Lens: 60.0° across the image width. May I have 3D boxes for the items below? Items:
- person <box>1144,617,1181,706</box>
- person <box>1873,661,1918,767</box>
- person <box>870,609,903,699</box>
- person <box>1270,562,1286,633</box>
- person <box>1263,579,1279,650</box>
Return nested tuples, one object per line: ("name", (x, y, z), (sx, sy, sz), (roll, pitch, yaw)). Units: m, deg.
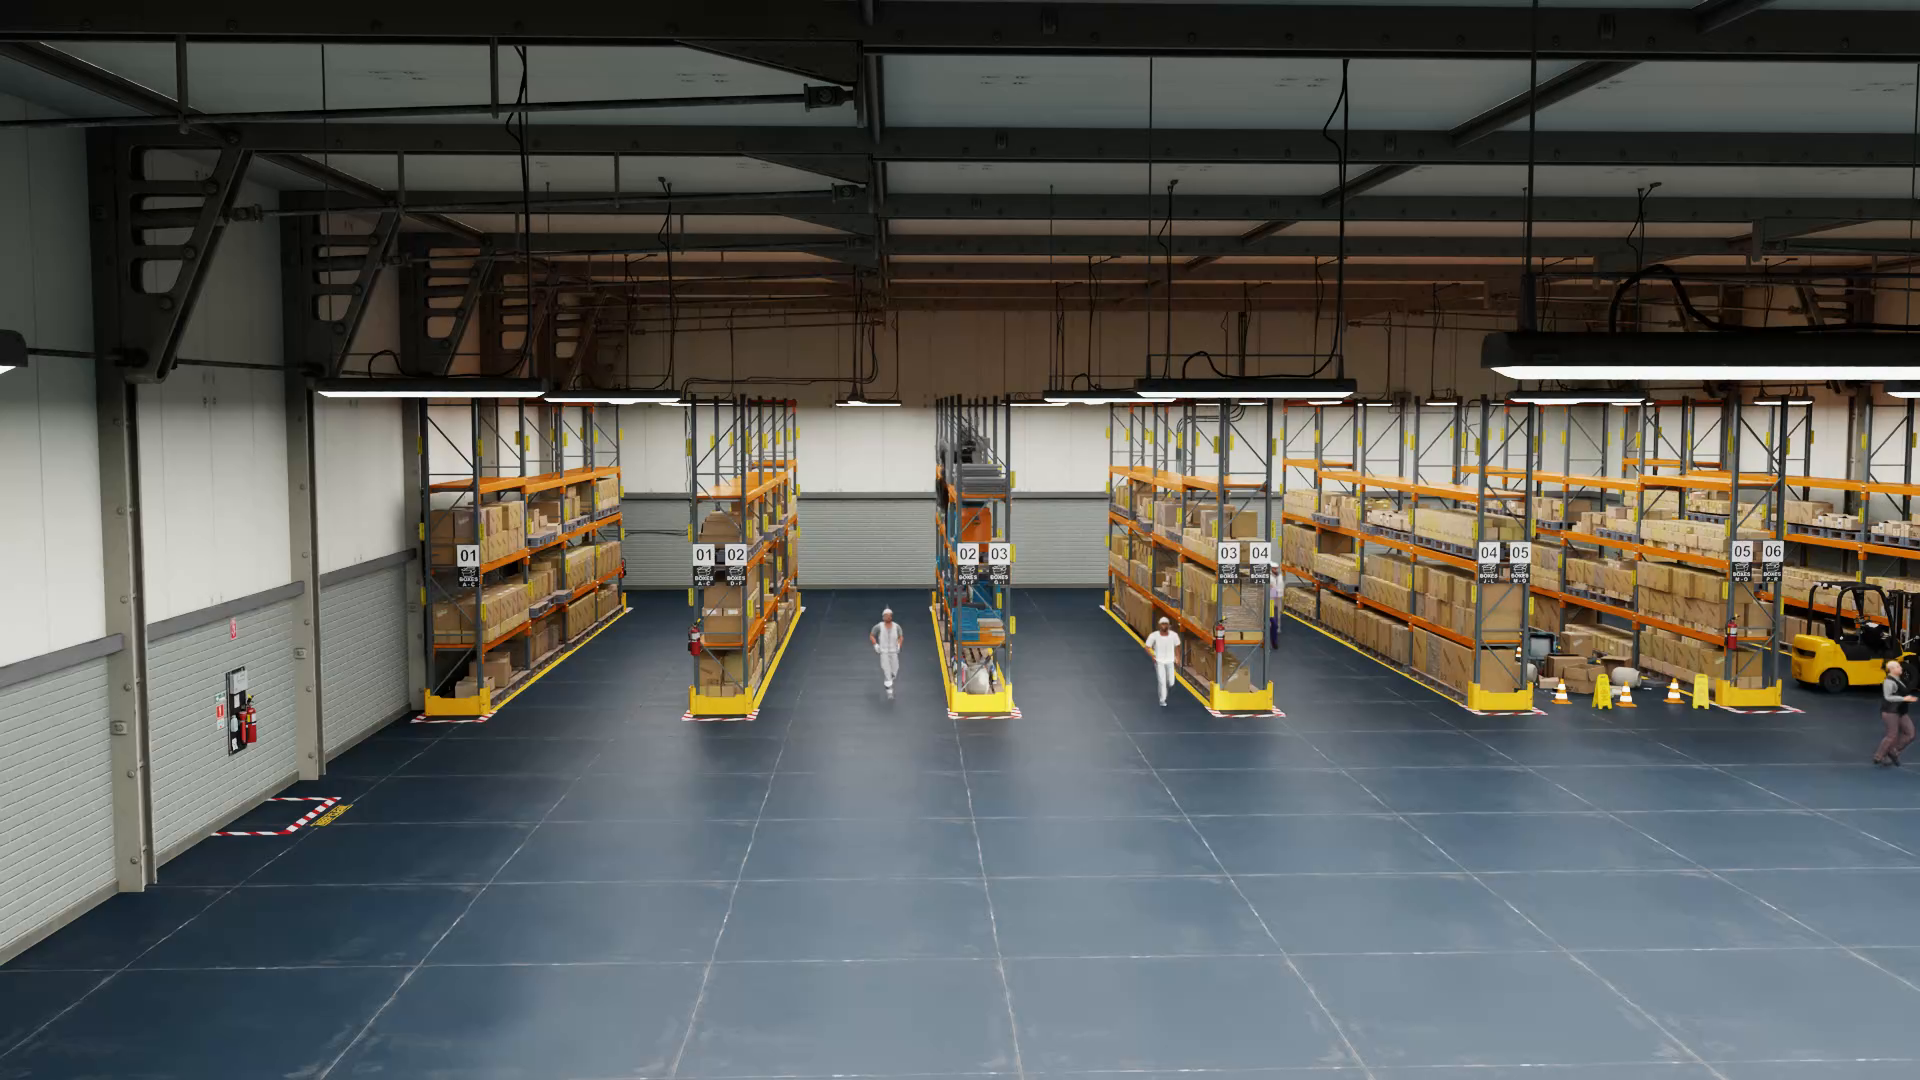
("person", (3.919, 2.334, 32.101), (0.726, 1.717, 0.612), (0, 5, -5))
("person", (14.959, 2.788, 26.517), (0.641, 1.721, 0.651), (-4, 6, -40))
("person", (-1.449, 2.242, 33.052), (0.667, 1.767, 0.741), (-1, 5, -14))
("person", (8.088, 1.460, 42.797), (0.667, 1.773, 0.965), (0, 4, -2))
("person", (7.392, 1.750, 39.868), (0.624, 1.677, 0.874), (-1, 5, -11))
